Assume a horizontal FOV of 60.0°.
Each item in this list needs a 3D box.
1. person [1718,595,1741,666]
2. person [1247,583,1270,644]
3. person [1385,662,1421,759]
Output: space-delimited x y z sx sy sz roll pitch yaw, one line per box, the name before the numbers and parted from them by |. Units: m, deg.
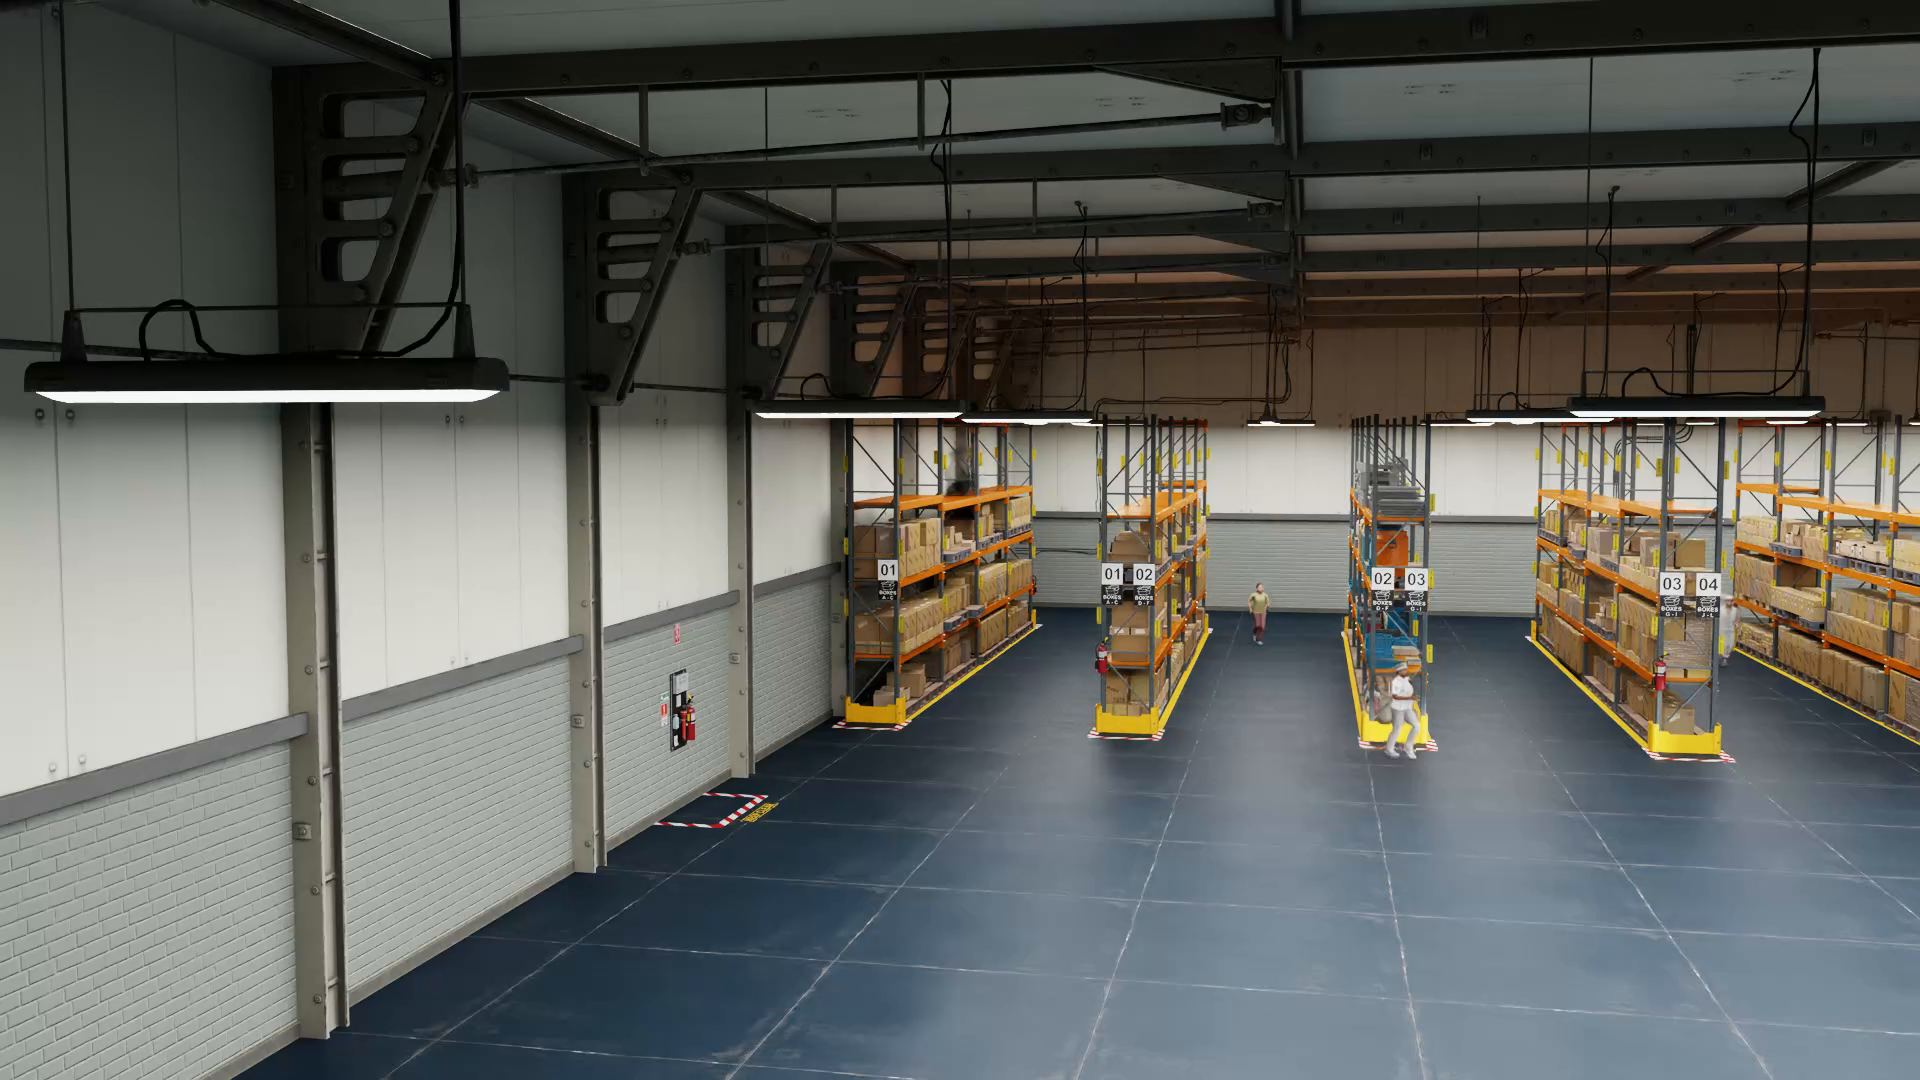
person | 18.399 2.185 39.893 0.658 1.735 0.674 1 4 8
person | 7.966 1.965 44.187 0.572 1.628 0.531 0 4 -4
person | 7.707 2.962 28.871 0.592 1.727 0.697 -3 5 -39
